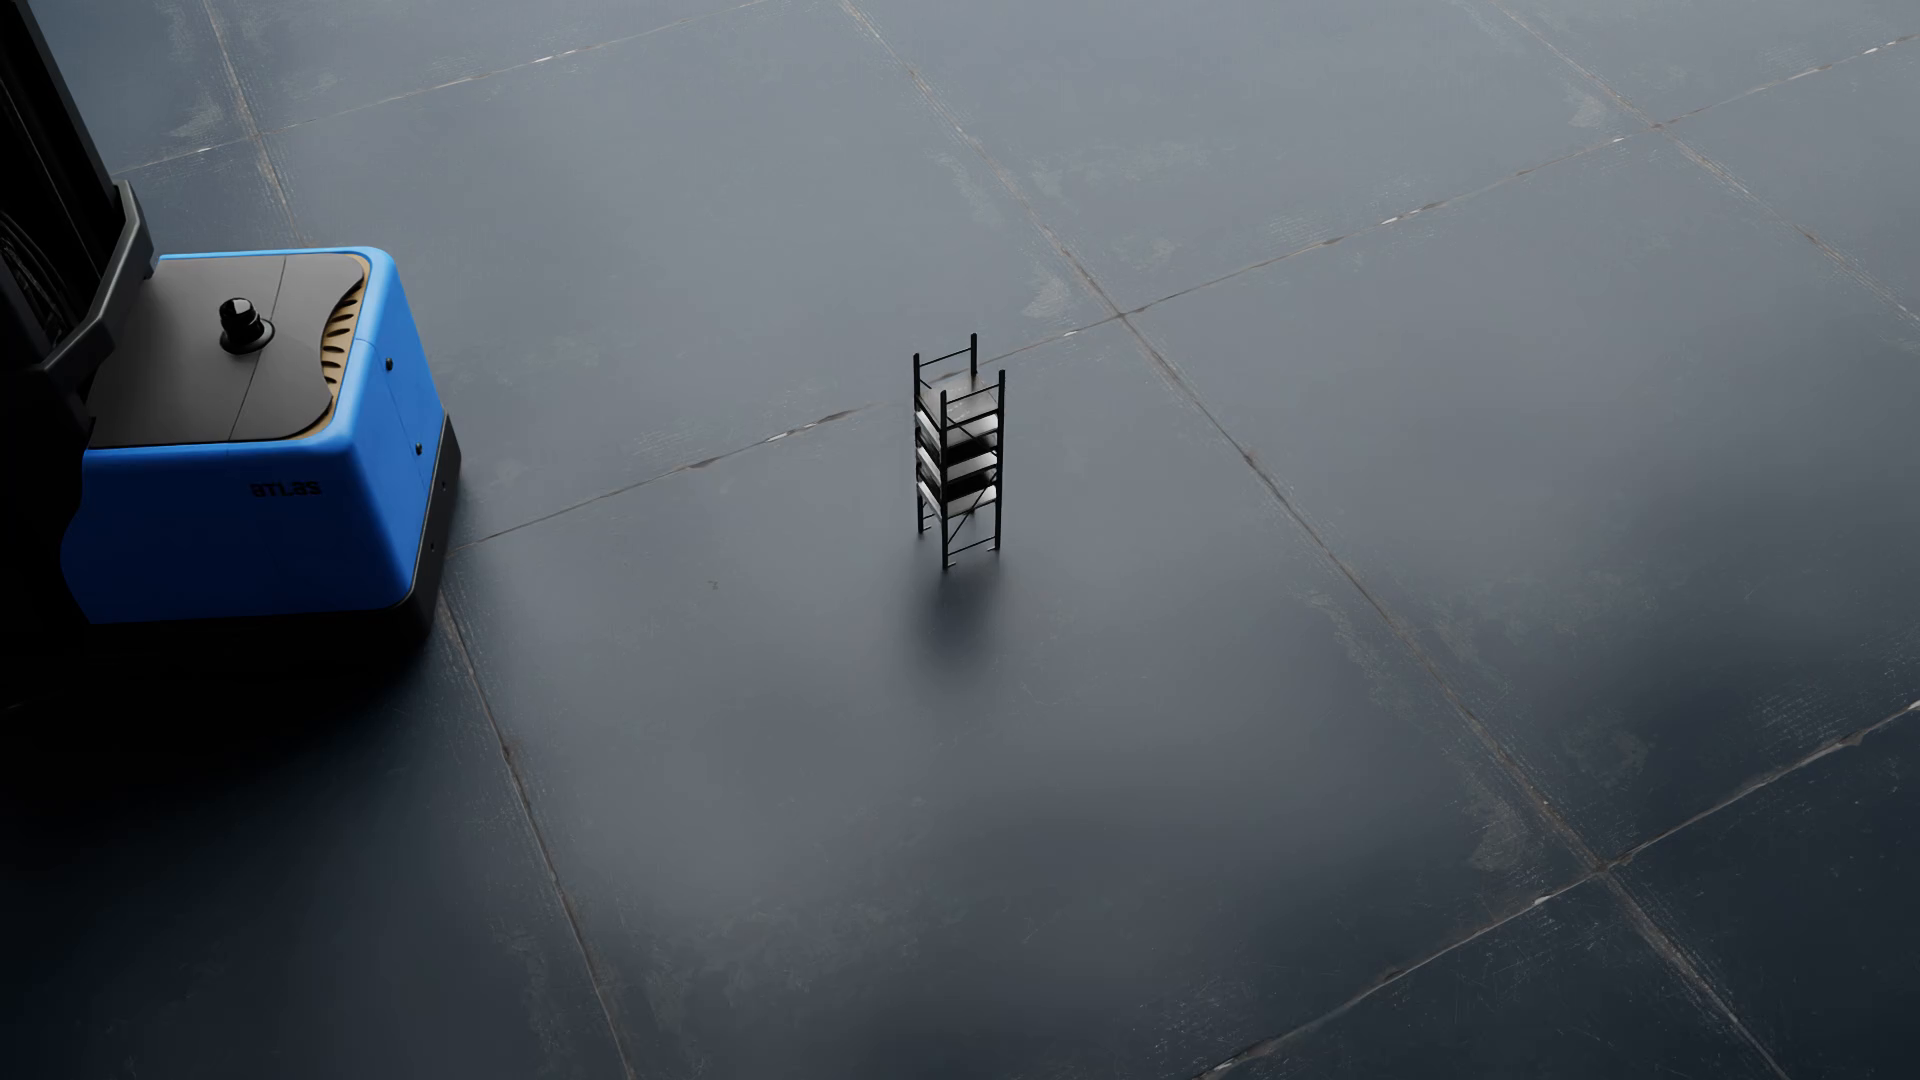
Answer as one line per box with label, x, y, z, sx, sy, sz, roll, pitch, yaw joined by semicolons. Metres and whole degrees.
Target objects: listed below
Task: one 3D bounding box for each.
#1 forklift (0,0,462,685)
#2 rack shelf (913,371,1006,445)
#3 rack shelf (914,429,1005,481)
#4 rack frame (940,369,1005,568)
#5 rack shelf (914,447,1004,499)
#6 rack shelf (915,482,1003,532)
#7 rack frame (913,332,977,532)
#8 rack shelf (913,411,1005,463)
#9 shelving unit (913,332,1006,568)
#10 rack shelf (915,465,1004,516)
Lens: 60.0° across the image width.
forklift;-3.410;-0.837;5.035;3.031;2.935;1.130;-3;49;-3
rack shelf;-0.004;-0.458;5.738;0.258;0.077;0.200;-21;52;-18
rack shelf;-0.004;-0.339;5.873;0.258;0.077;0.200;-21;52;-18
rack frame;0.043;-0.234;5.857;0.240;0.900;0.006;-21;52;-18
rack shelf;-0.004;-0.280;5.941;0.258;0.077;0.200;-21;52;-18
rack shelf;-0.004;-0.161;6.077;0.258;0.077;0.200;-21;52;-18
rack frame;-0.050;-0.370;5.976;0.240;0.900;0.006;-21;52;-18
rack shelf;-0.004;-0.398;5.806;0.258;0.077;0.200;-21;52;-18
shelving unit;-0.004;-0.302;5.916;0.258;0.900;0.210;-21;52;-18
rack shelf;-0.004;-0.221;6.009;0.258;0.077;0.200;-21;52;-18
